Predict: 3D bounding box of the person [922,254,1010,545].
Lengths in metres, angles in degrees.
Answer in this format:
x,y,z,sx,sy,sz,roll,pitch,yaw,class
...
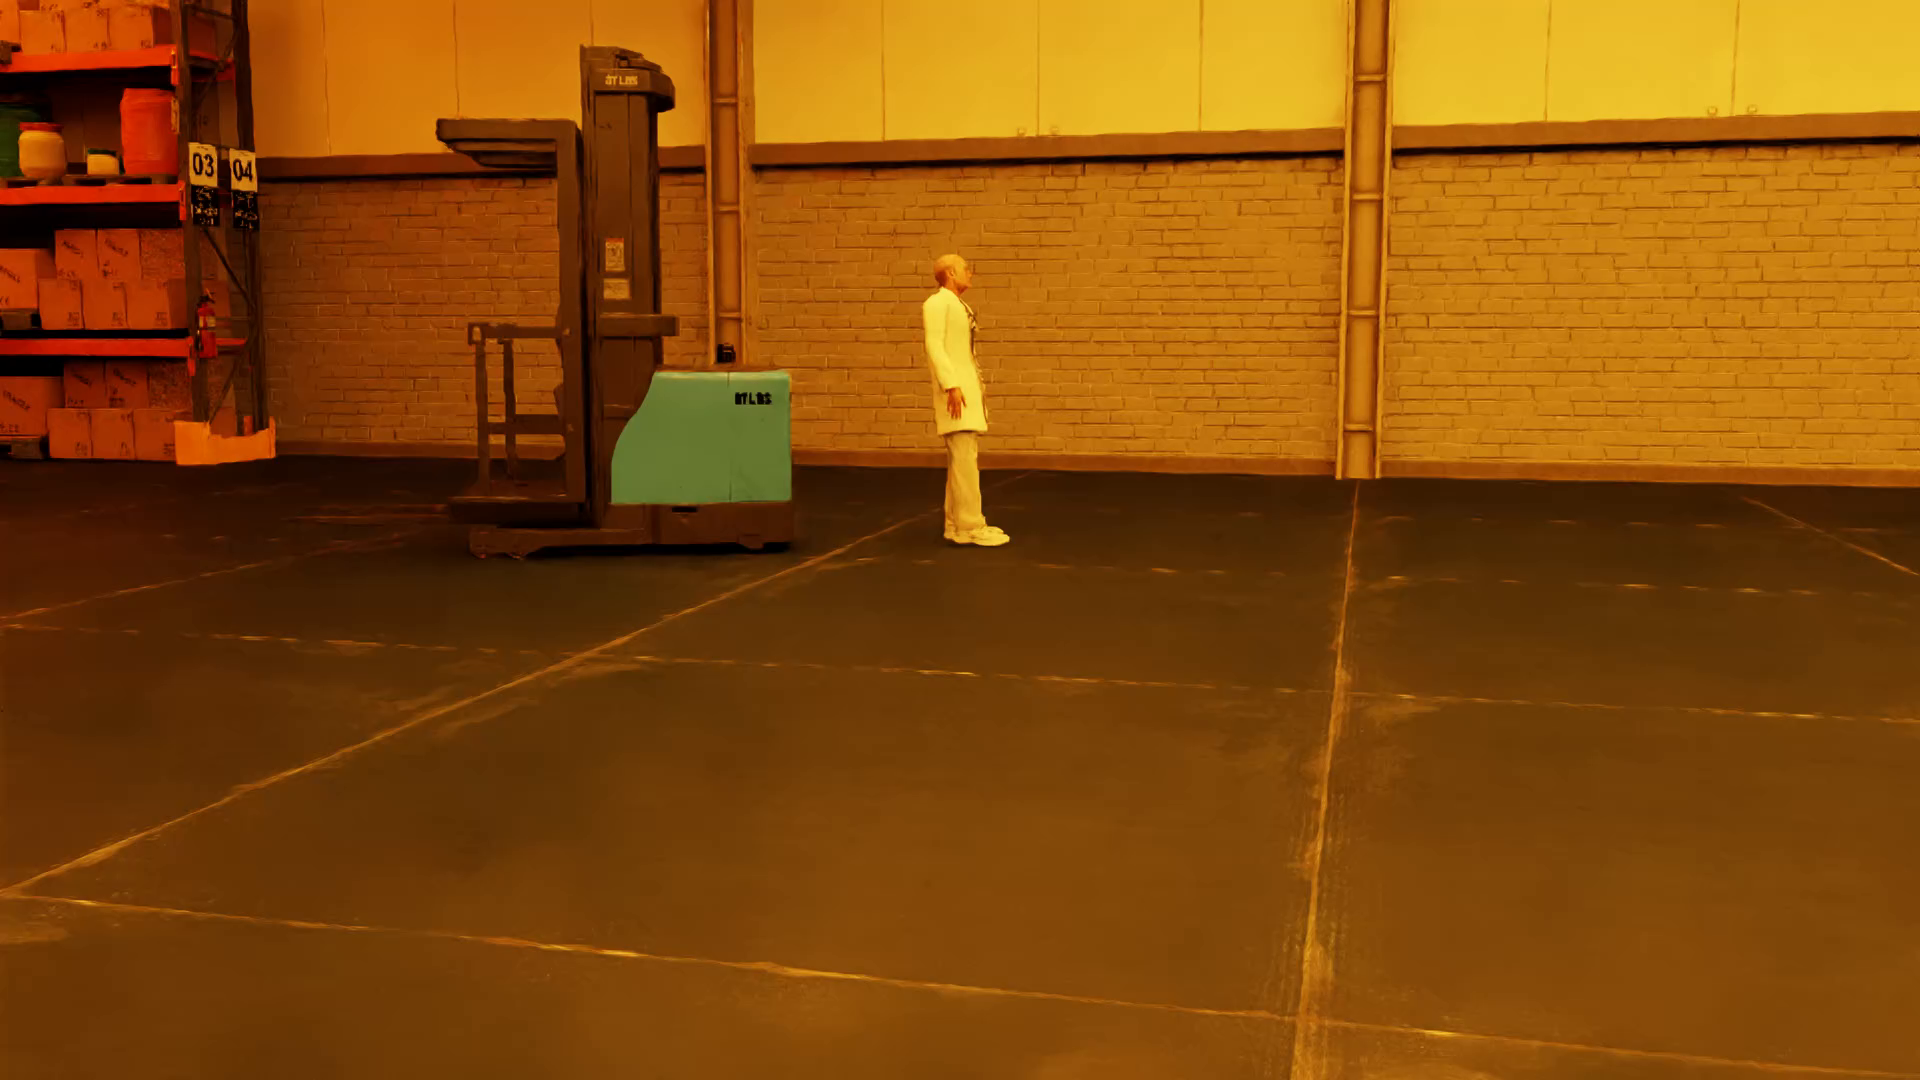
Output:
x,y,z,sx,sy,sz,roll,pitch,yaw,class
0.087,-0.886,10.362,0.579,1.776,0.694,2,7,14,person

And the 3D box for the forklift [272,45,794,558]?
x,y,z,sx,sy,sz,roll,pitch,yaw,class
-2.542,-1.417,10.023,3.031,2.935,1.130,-1,7,-6,forklift
